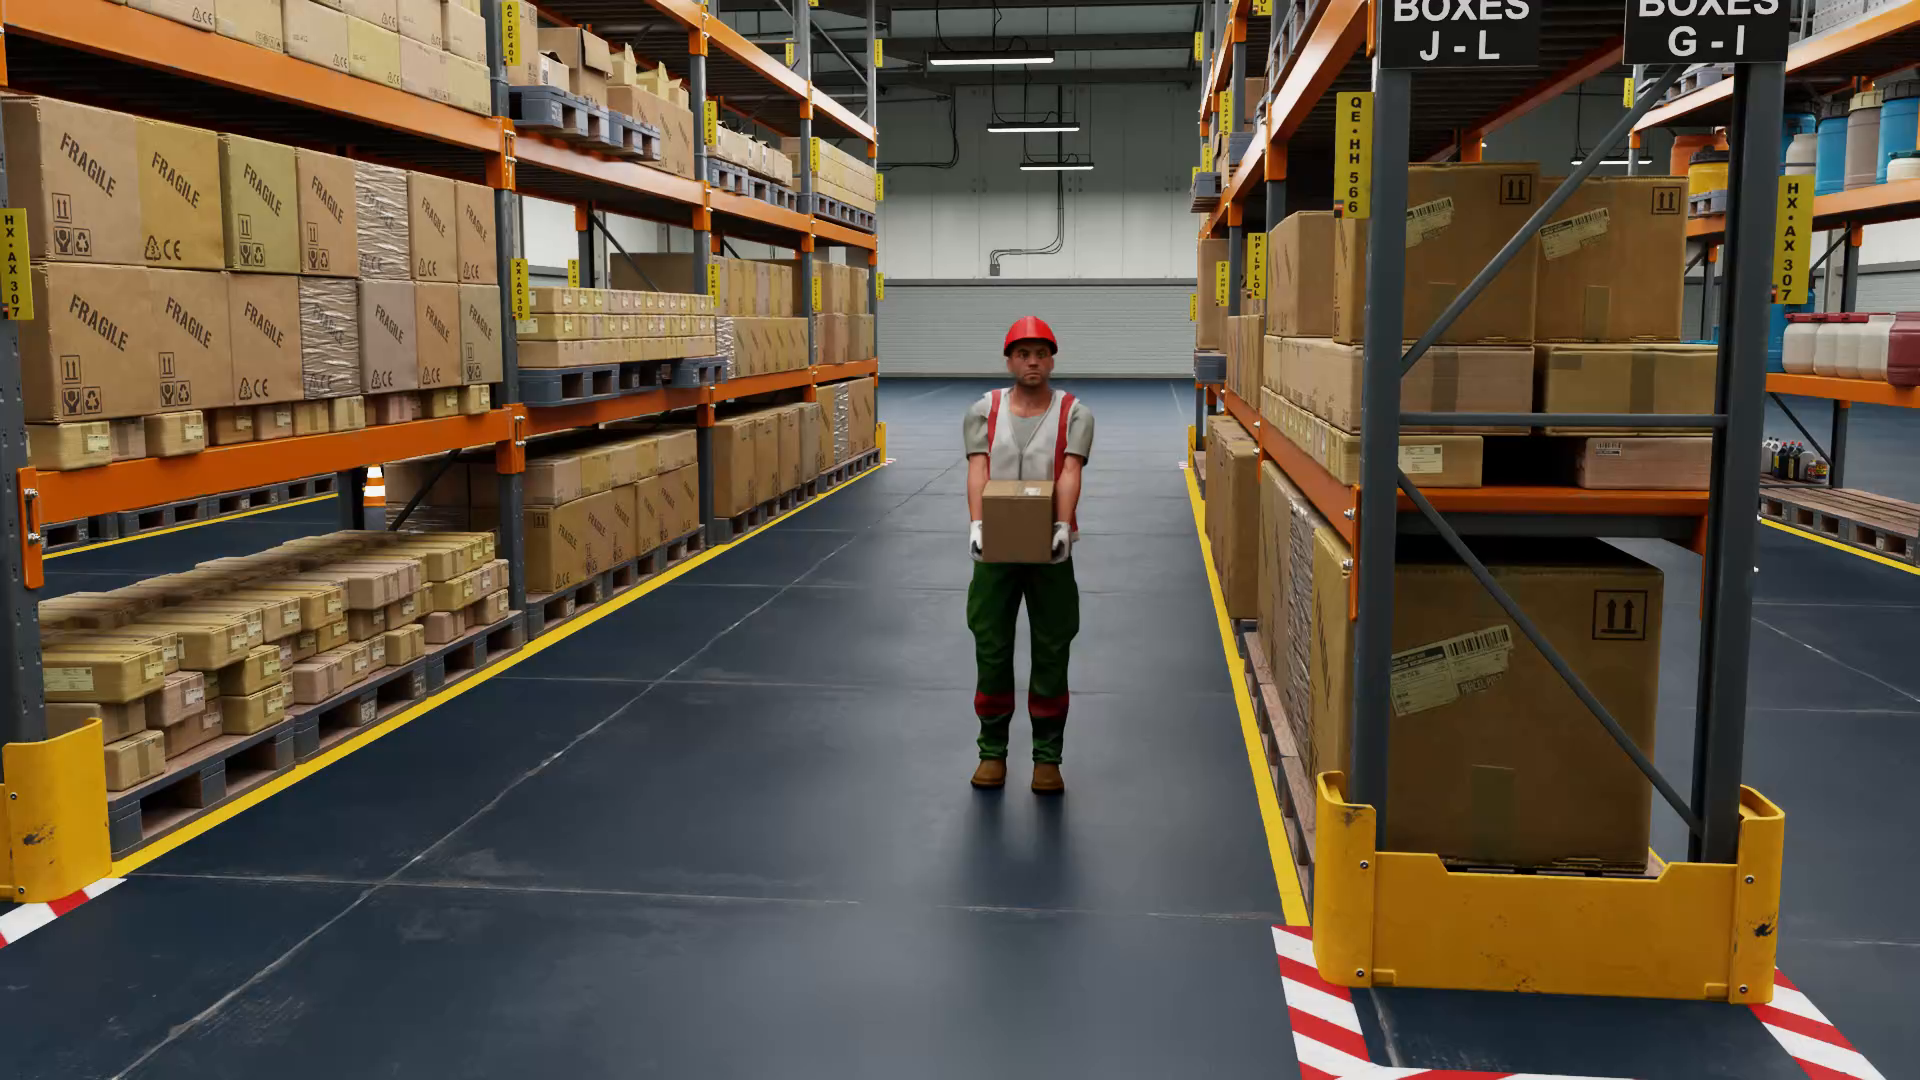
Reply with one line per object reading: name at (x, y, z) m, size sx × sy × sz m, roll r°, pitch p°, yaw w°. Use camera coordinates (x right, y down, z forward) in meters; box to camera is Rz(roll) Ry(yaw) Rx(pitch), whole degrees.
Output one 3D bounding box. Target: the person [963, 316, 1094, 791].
person at (4.138, -0.611, 11.345) m, size 7.108 × 1.786 × 11.611 m, roll 1°, pitch 8°, yaw 6°
